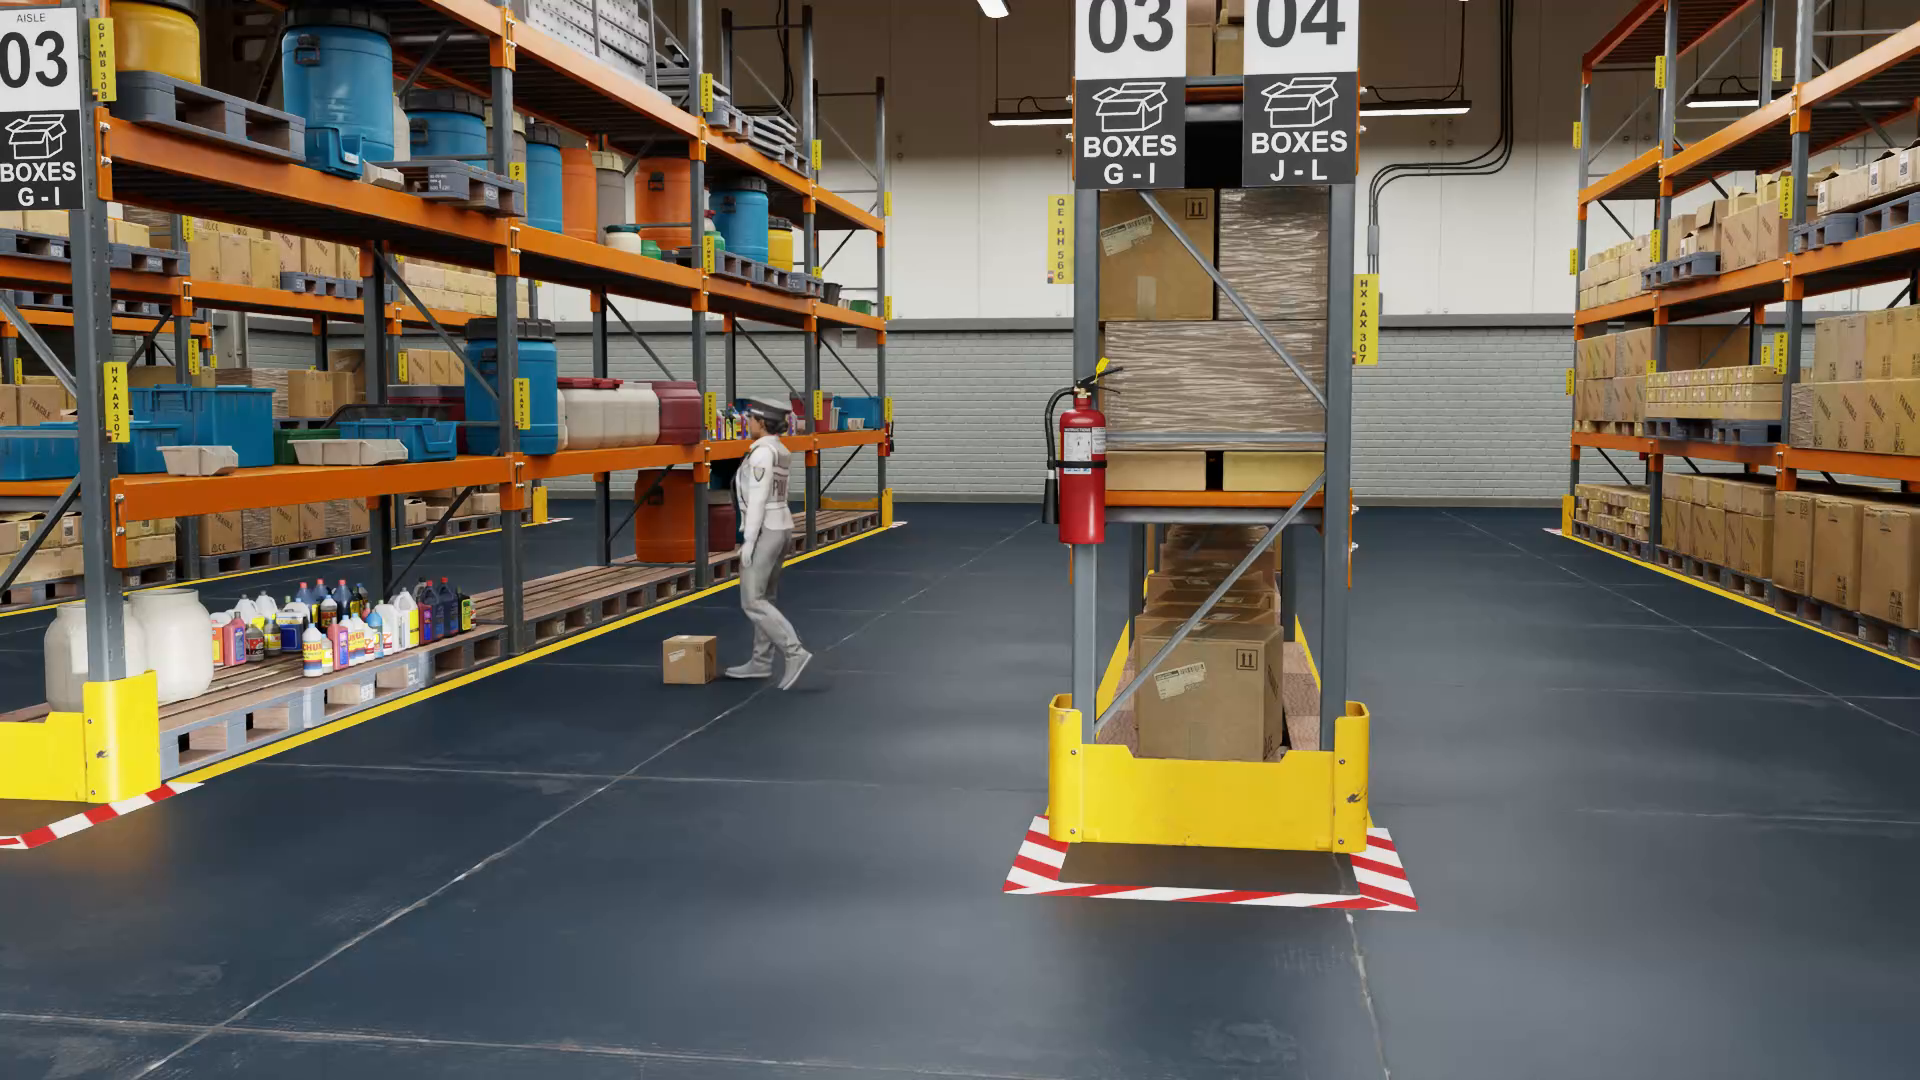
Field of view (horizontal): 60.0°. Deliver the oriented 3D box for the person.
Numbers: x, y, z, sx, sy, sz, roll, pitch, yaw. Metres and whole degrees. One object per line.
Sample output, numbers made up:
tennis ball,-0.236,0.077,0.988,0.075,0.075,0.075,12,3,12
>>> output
person,-1.123,0.011,9.726,0.613,1.715,0.523,1,5,10
